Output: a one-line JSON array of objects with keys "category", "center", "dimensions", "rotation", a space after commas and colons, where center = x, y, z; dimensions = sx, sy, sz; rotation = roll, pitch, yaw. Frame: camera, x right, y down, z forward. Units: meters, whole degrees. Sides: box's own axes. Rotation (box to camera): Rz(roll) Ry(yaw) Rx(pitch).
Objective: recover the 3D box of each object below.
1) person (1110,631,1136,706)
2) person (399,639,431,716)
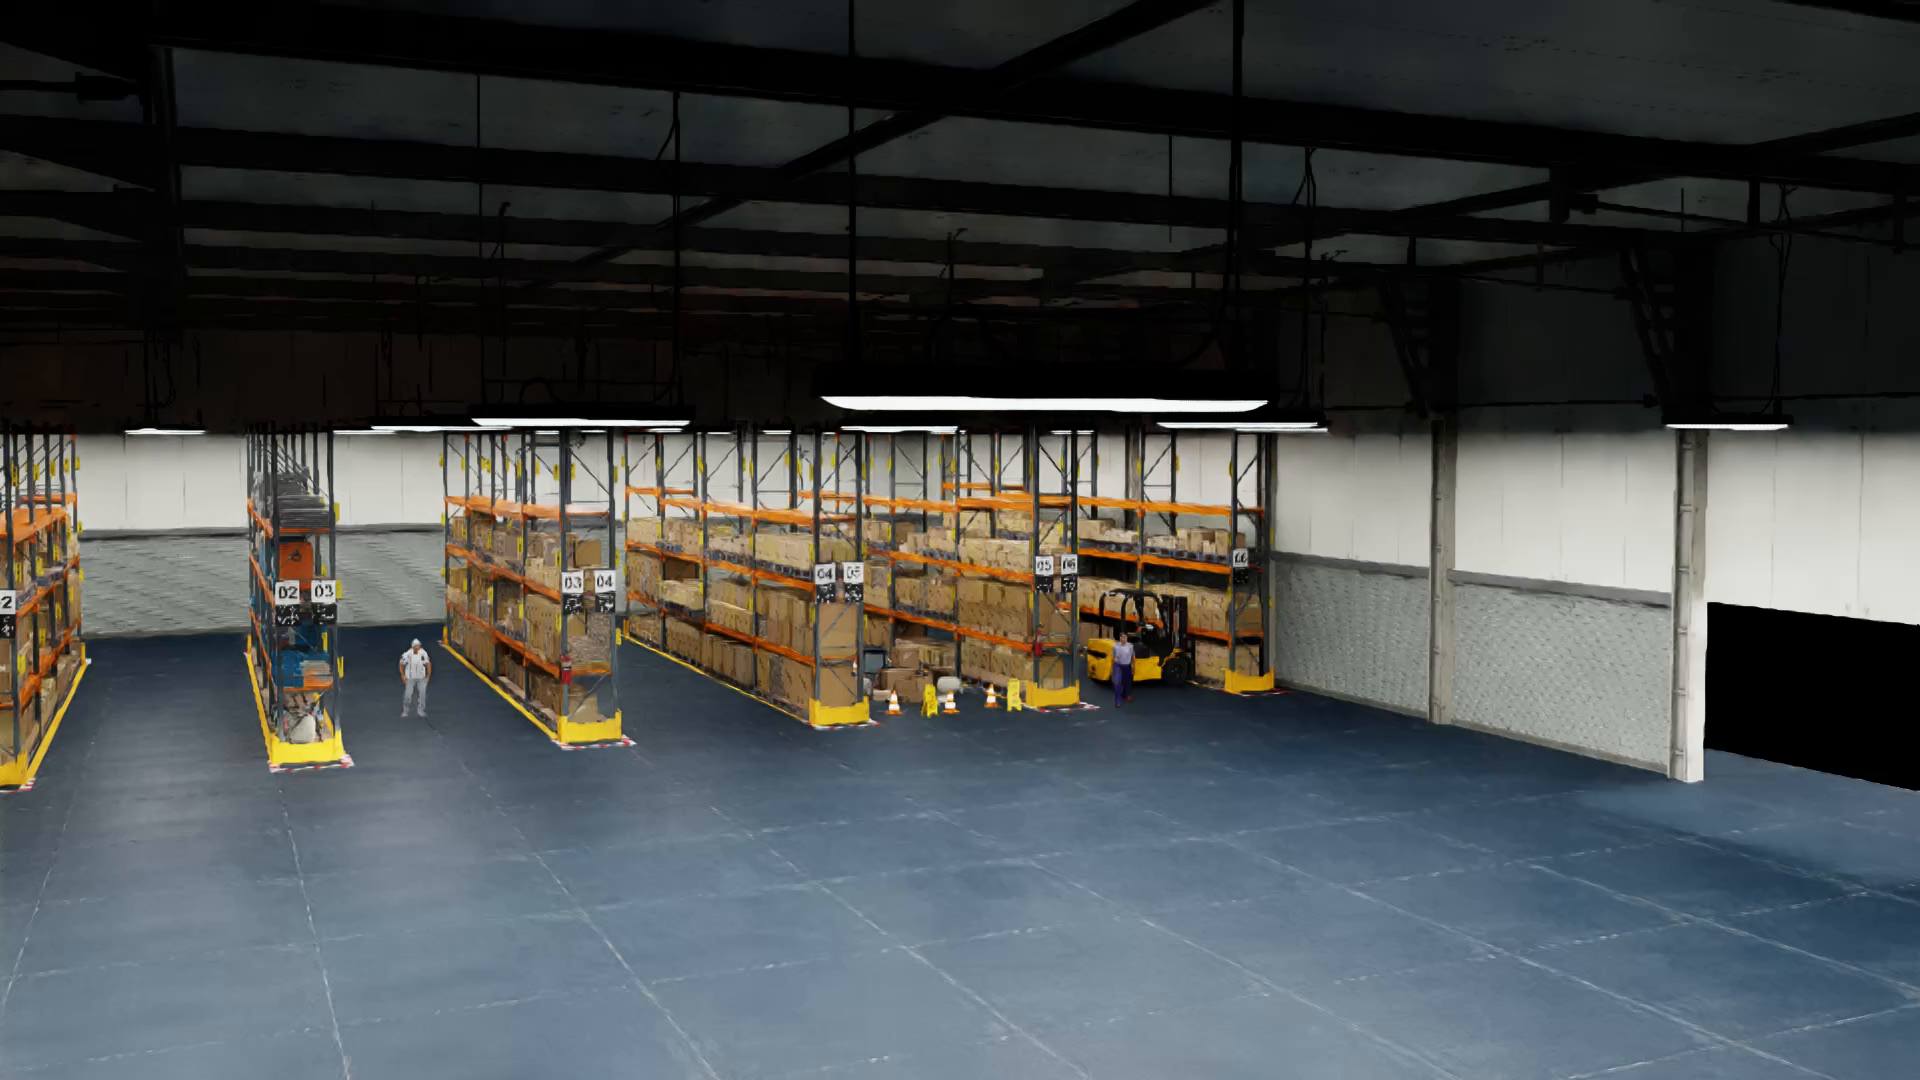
[{"category": "person", "center": [3.479, 2.716, 35.402], "dimensions": [0.534, 1.582, 0.939], "rotation": [0, 4, -4]}, {"category": "person", "center": [-11.101, 2.807, 33.899], "dimensions": [0.625, 1.611, 0.582], "rotation": [-2, 4, -26]}]
